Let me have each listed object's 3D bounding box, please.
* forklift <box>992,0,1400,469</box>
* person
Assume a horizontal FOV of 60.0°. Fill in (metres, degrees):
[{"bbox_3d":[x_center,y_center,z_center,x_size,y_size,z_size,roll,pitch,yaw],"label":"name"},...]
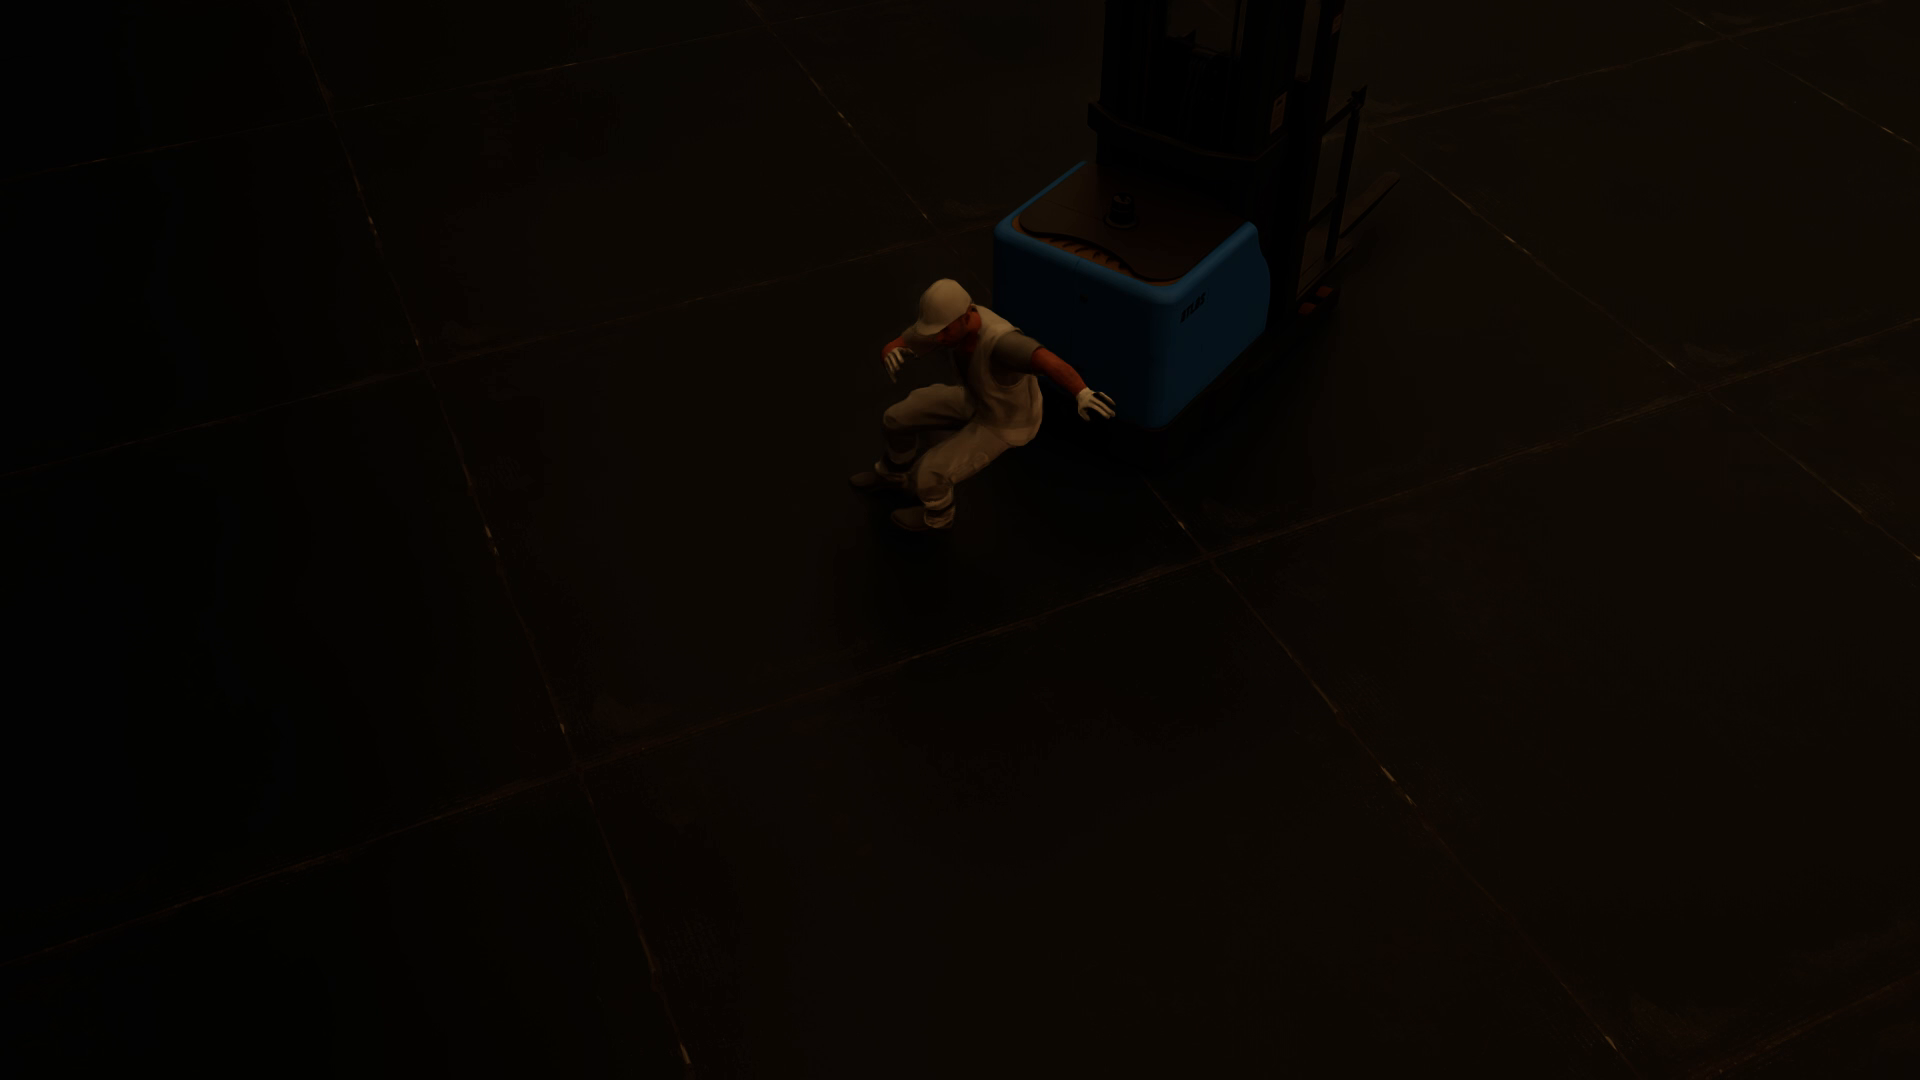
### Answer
[{"bbox_3d":[1.427,-2.376,8.226,1.130,2.935,3.031,27,49,26],"label":"forklift"},{"bbox_3d":[0.062,-0.467,7.284,0.741,1.450,1.501,-23,48,-23],"label":"person"}]
